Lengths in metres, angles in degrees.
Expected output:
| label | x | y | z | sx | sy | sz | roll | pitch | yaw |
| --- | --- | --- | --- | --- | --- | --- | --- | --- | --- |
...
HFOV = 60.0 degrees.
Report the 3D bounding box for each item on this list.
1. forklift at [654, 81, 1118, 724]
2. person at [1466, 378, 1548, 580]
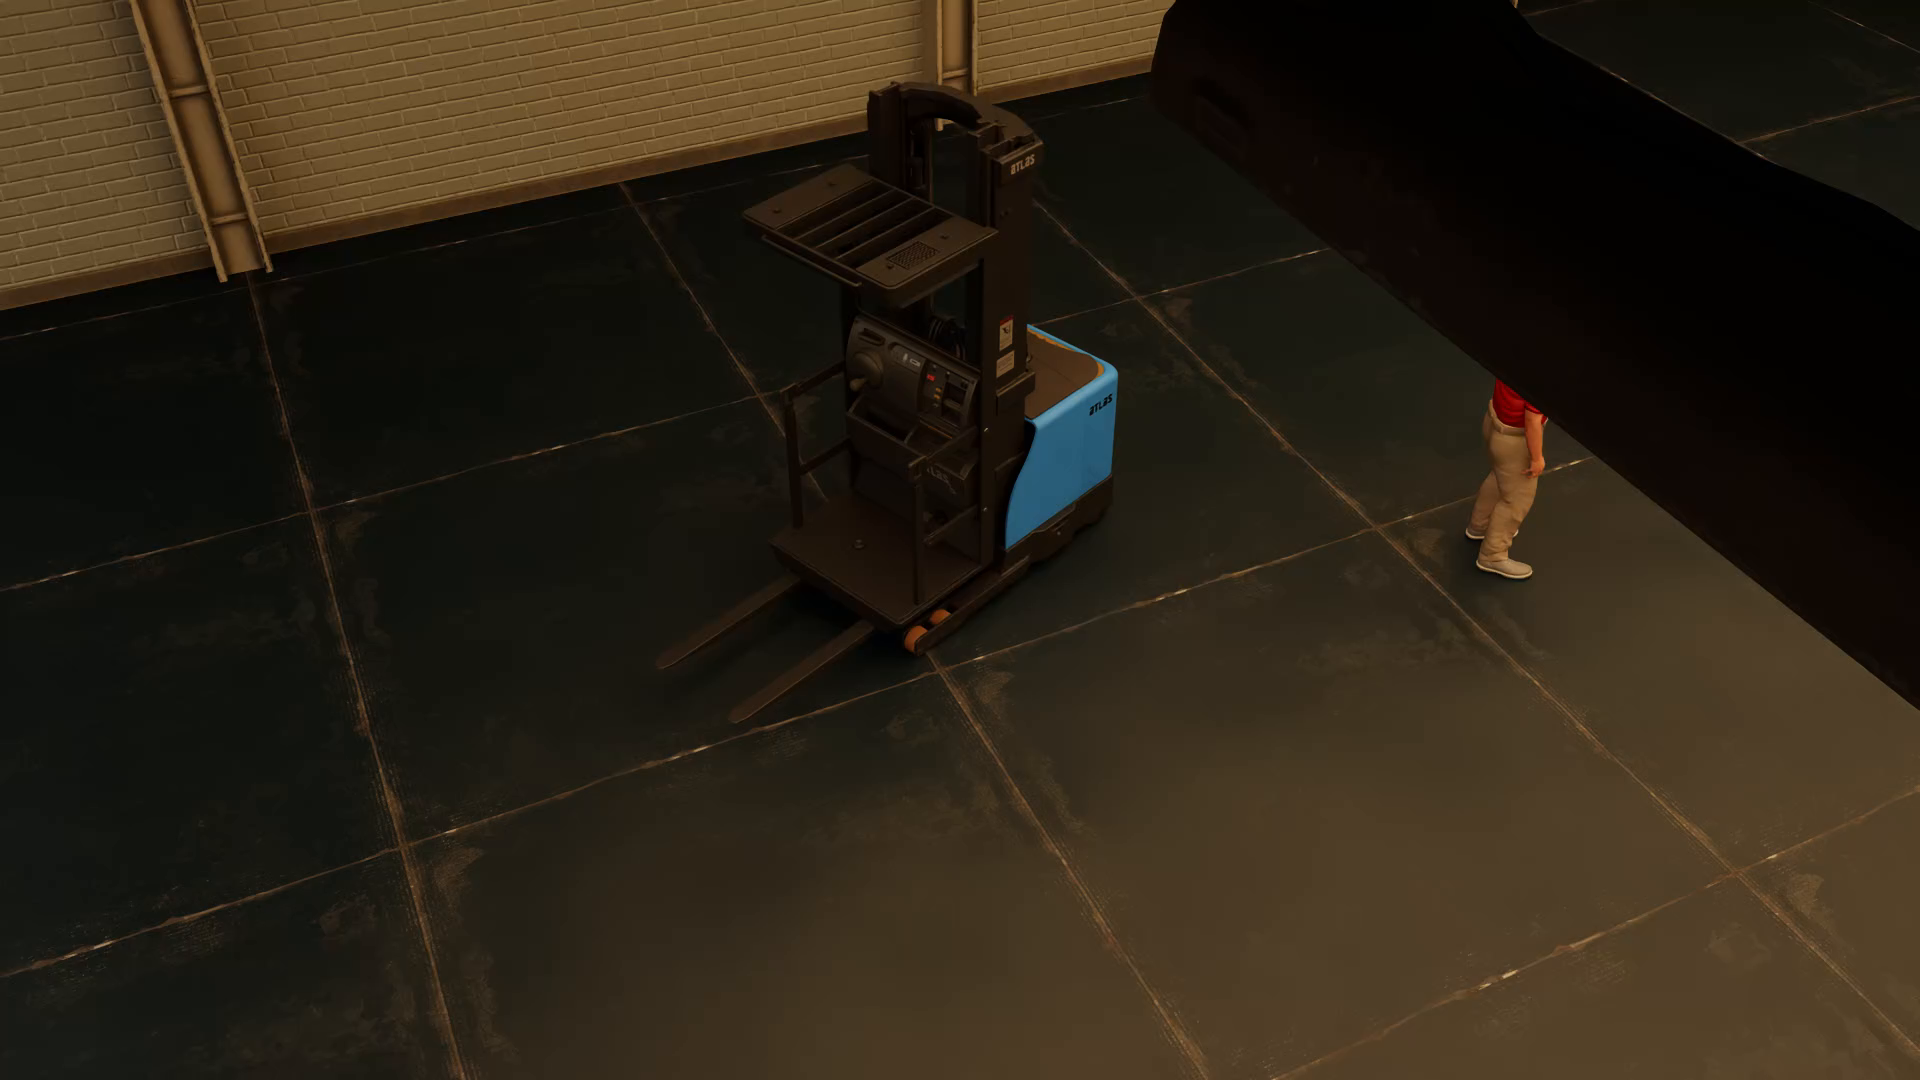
| label | x | y | z | sx | sy | sz | roll | pitch | yaw |
| --- | --- | --- | --- | --- | --- | --- | --- | --- | --- |
| forklift | -0.413 | -0.839 | 9.021 | 1.130 | 2.935 | 3.031 | 31 | 49 | 31 |
| person | 3.268 | -0.613 | 9.690 | 0.399 | 1.726 | 0.604 | 0 | 40 | 0 |
